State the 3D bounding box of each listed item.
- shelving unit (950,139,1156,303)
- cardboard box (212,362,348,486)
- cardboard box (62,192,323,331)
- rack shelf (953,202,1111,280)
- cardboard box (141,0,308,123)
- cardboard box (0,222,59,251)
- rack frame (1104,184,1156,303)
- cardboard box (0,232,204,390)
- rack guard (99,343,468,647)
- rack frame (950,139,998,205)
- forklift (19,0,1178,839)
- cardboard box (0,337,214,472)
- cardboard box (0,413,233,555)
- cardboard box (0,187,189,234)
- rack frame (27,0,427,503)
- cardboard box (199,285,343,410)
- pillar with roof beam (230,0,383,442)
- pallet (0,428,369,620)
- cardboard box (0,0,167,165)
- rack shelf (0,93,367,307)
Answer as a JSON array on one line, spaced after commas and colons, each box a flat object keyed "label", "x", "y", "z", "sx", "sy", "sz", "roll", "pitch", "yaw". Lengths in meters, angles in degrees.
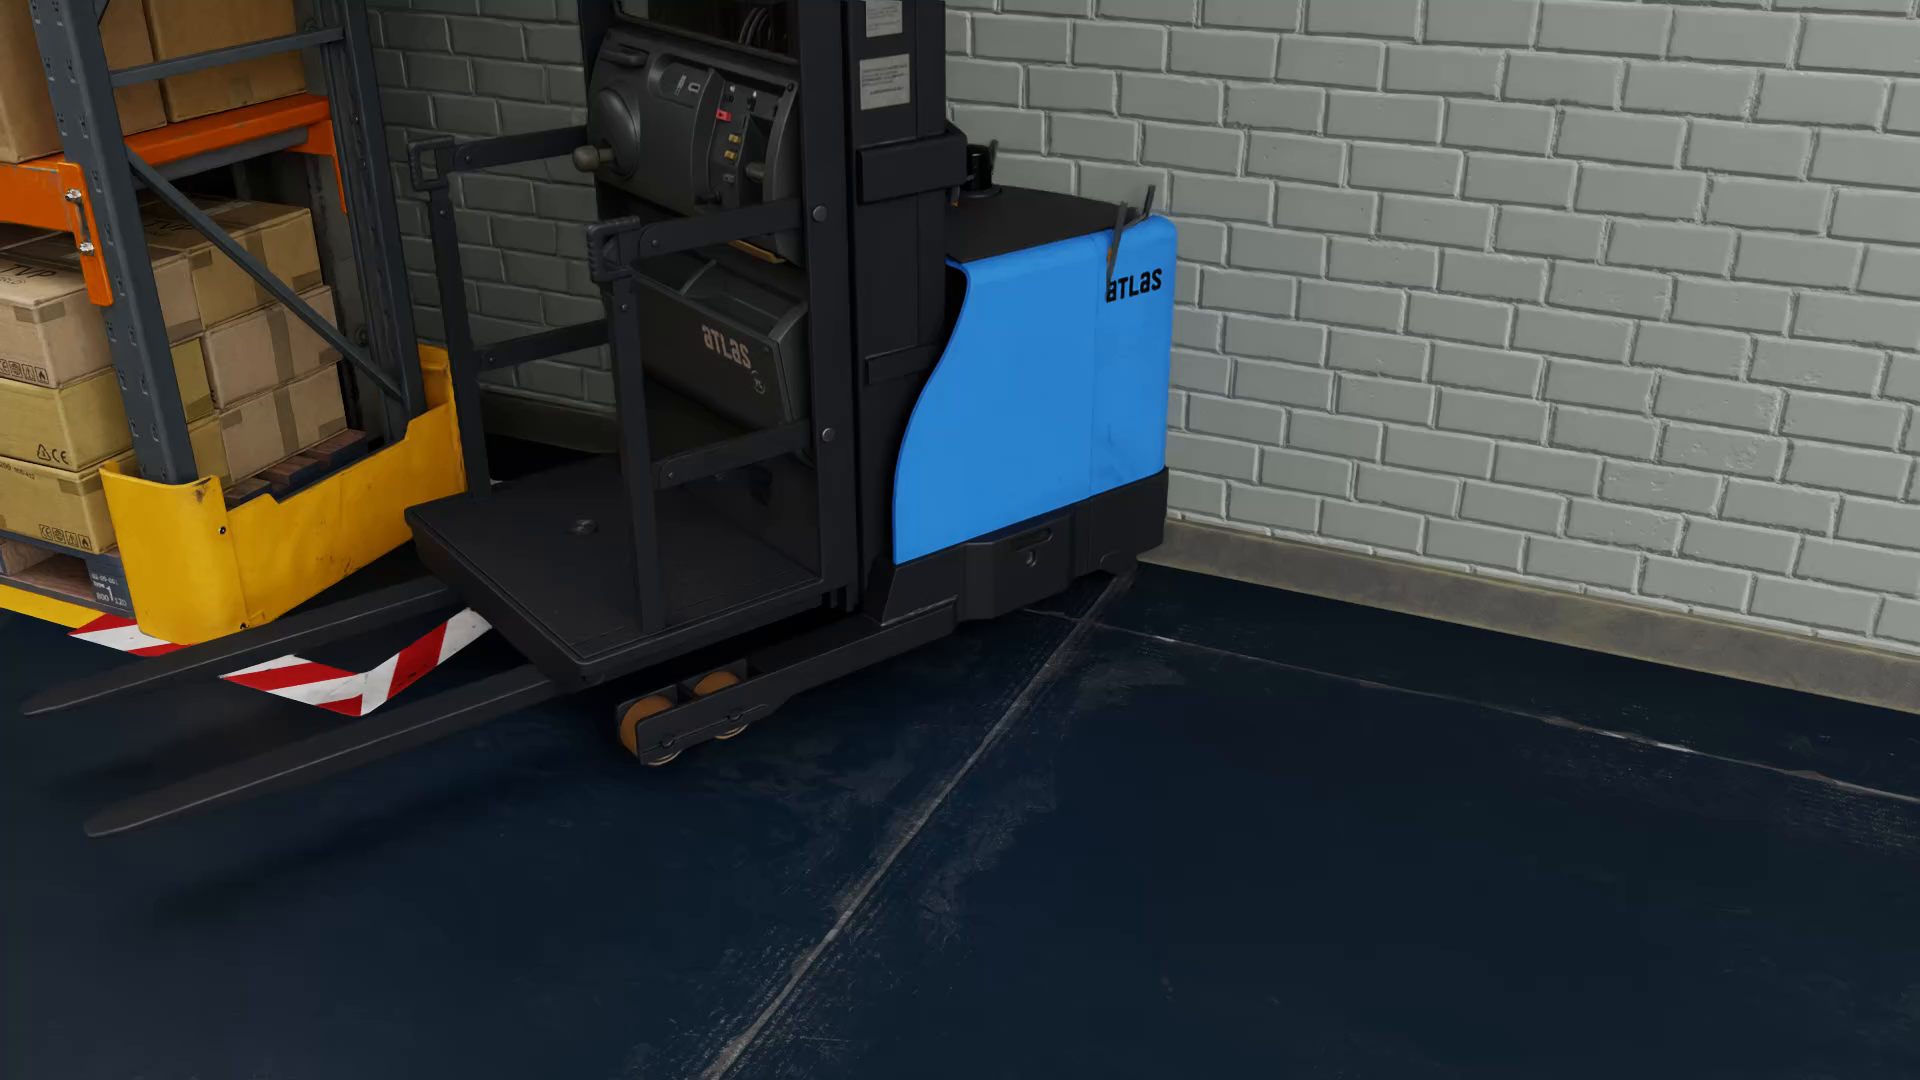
[{"label": "shelving unit", "x": 0.175, "y": -0.502, "z": 4.879, "sx": 0.503, "sy": 1.200, "sz": 0.258, "roll": 21, "pitch": 30, "yaw": 19}, {"label": "cardboard box", "x": -2.355, "y": -0.421, "z": 5.347, "sx": 0.500, "sy": 0.250, "sz": 0.500, "roll": 11, "pitch": 28, "yaw": 22}, {"label": "cardboard box", "x": -2.348, "y": -0.865, "z": 5.117, "sx": 0.500, "sy": 0.250, "sz": 0.500, "roll": 11, "pitch": 28, "yaw": 21}, {"label": "rack shelf", "x": 0.237, "y": -0.843, "z": 4.694, "sx": 0.480, "sy": 0.148, "sz": 0.258, "roll": 21, "pitch": 30, "yaw": 19}, {"label": "cardboard box", "x": -2.325, "y": -1.545, "z": 4.879, "sx": 0.500, "sy": 0.500, "sz": 0.500, "roll": 12, "pitch": 29, "yaw": 23}, {"label": "cardboard box", "x": -3.005, "y": -0.751, "z": 4.885, "sx": 0.500, "sy": 0.250, "sz": 0.500, "roll": 12, "pitch": 29, "yaw": 23}, {"label": "rack frame", "x": 0.392, "y": -0.421, "z": 4.801, "sx": 0.015, "sy": 1.200, "sz": 0.240, "roll": 21, "pitch": 30, "yaw": 19}, {"label": "cardboard box", "x": -2.537, "y": -0.660, "z": 4.700, "sx": 0.500, "sy": 0.250, "sz": 0.500, "roll": 12, "pitch": 29, "yaw": 24}, {"label": "rack guard", "x": -1.967, "y": -0.172, "z": 5.033, "sx": 0.348, "sy": 0.500, "sz": 1.175, "roll": 11, "pitch": 28, "yaw": 22}, {"label": "rack frame", "x": -0.041, "y": -0.583, "z": 4.957, "sx": 0.015, "sy": 1.200, "sz": 0.240, "roll": 21, "pitch": 30, "yaw": 19}, {"label": "forklift", "x": -0.841, "y": -1.022, "z": 4.007, "sx": 3.031, "sy": 2.935, "sz": 1.130, "roll": -19, "pitch": 32, "yaw": -34}, {"label": "cardboard box", "x": -2.561, "y": -0.440, "z": 4.820, "sx": 0.500, "sy": 0.250, "sz": 0.500, "roll": 11, "pitch": 28, "yaw": 21}, {"label": "cardboard box", "x": -2.548, "y": -0.211, "z": 4.921, "sx": 0.500, "sy": 0.250, "sz": 0.500, "roll": 12, "pitch": 28, "yaw": 22}, {"label": "cardboard box", "x": -2.805, "y": -0.955, "z": 5.299, "sx": 0.500, "sy": 0.250, "sz": 0.500, "roll": 11, "pitch": 28, "yaw": 22}, {"label": "rack frame", "x": -1.989, "y": -1.298, "z": 4.490, "sx": 0.127, "sy": 3.000, "sz": 1.000, "roll": 11, "pitch": 28, "yaw": 22}, {"label": "cardboard box", "x": -2.331, "y": -0.646, "z": 5.238, "sx": 0.500, "sy": 0.250, "sz": 0.500, "roll": 12, "pitch": 29, "yaw": 23}, {"label": "pillar with roof beam", "x": -4.032, "y": -2.748, "z": 0.644, "sx": 0.400, "sy": 9.000, "sz": 9.100, "roll": 11, "pitch": 28, "yaw": 22}, {"label": "pallet", "x": -2.702, "y": -0.170, "z": 5.356, "sx": 1.213, "sy": 0.211, "sz": 1.003, "roll": 11, "pitch": 28, "yaw": 22}, {"label": "cardboard box", "x": -2.546, "y": -1.327, "z": 4.436, "sx": 0.500, "sy": 0.500, "sz": 0.500, "roll": 11, "pitch": 28, "yaw": 21}, {"label": "rack shelf", "x": -3.810, "y": -1.341, "z": 5.392, "sx": 4.000, "sy": 0.370, "sz": 1.077, "roll": 11, "pitch": 28, "yaw": 22}]
